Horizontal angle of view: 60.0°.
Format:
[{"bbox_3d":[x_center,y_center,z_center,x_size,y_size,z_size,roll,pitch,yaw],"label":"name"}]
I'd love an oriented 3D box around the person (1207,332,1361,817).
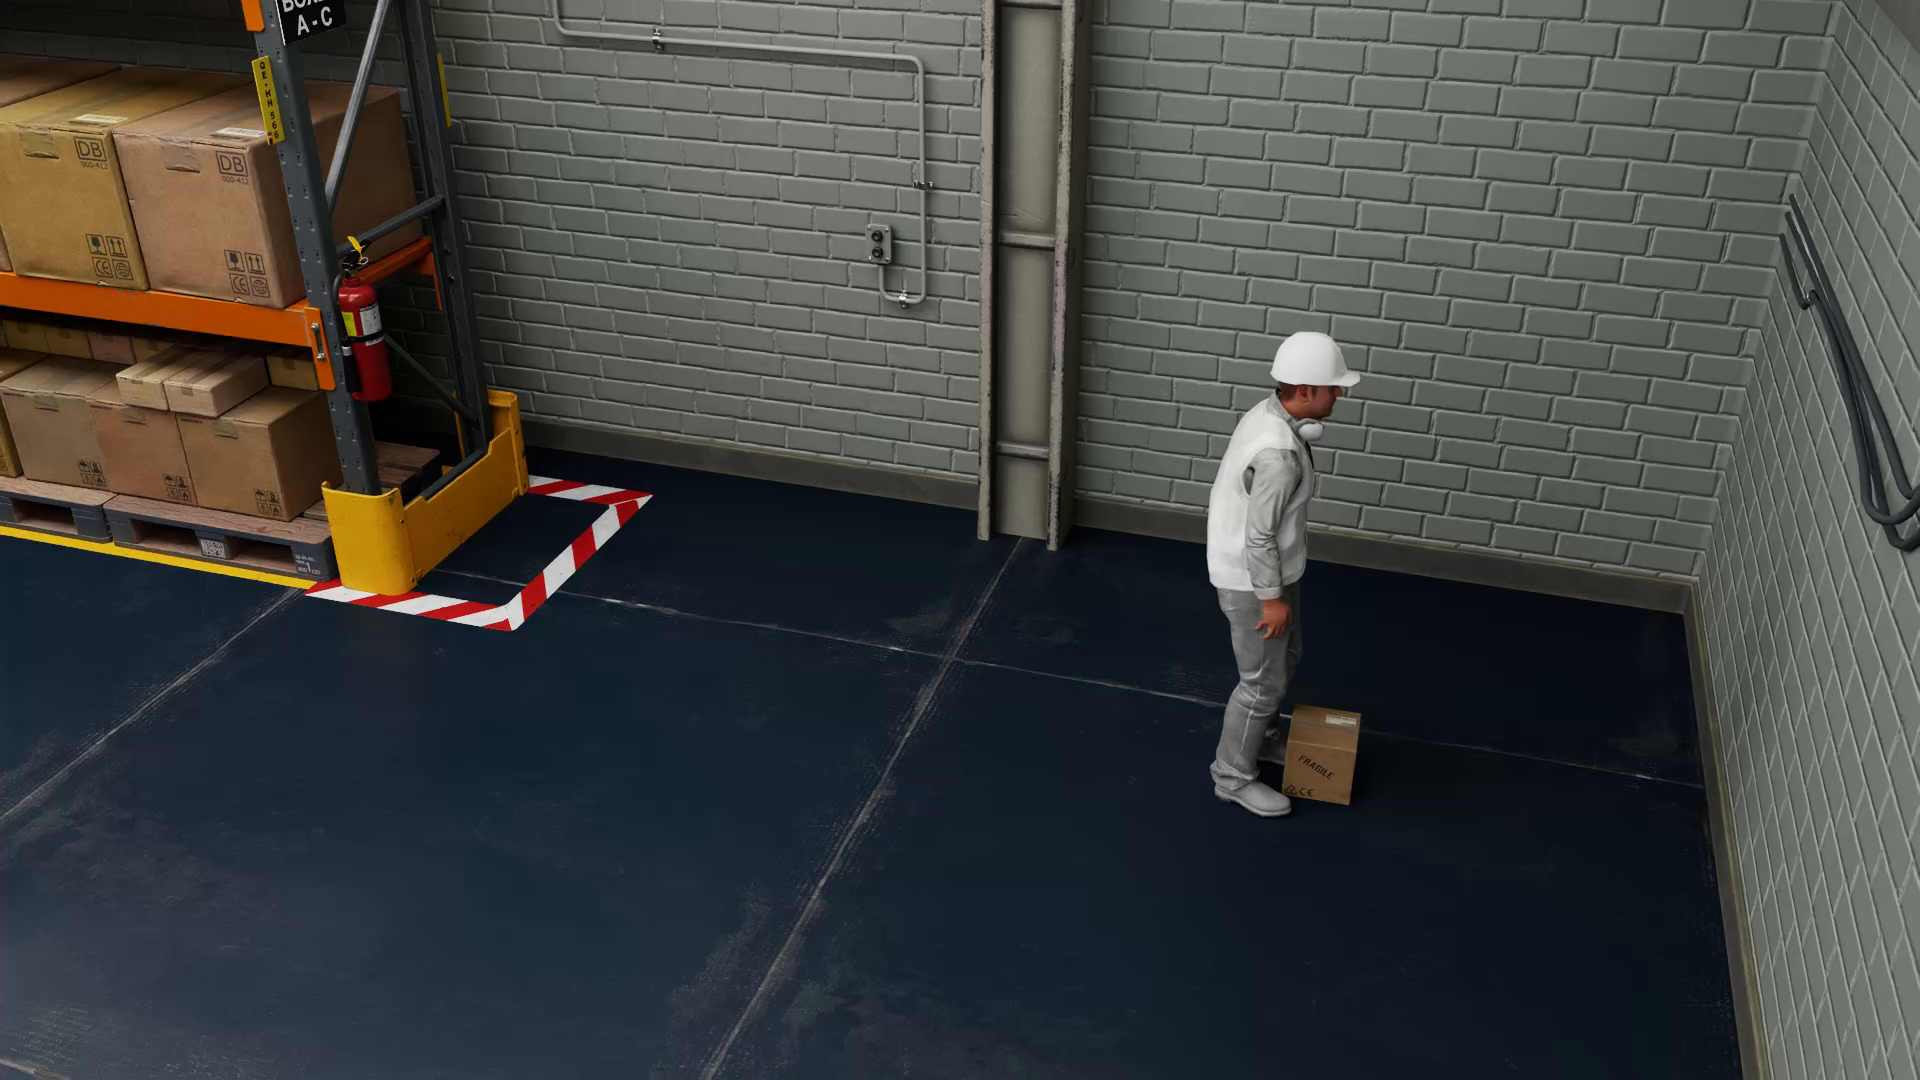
[{"bbox_3d":[1.108,0.099,5.921,0.474,1.771,0.593,7,30,12],"label":"person"}]
